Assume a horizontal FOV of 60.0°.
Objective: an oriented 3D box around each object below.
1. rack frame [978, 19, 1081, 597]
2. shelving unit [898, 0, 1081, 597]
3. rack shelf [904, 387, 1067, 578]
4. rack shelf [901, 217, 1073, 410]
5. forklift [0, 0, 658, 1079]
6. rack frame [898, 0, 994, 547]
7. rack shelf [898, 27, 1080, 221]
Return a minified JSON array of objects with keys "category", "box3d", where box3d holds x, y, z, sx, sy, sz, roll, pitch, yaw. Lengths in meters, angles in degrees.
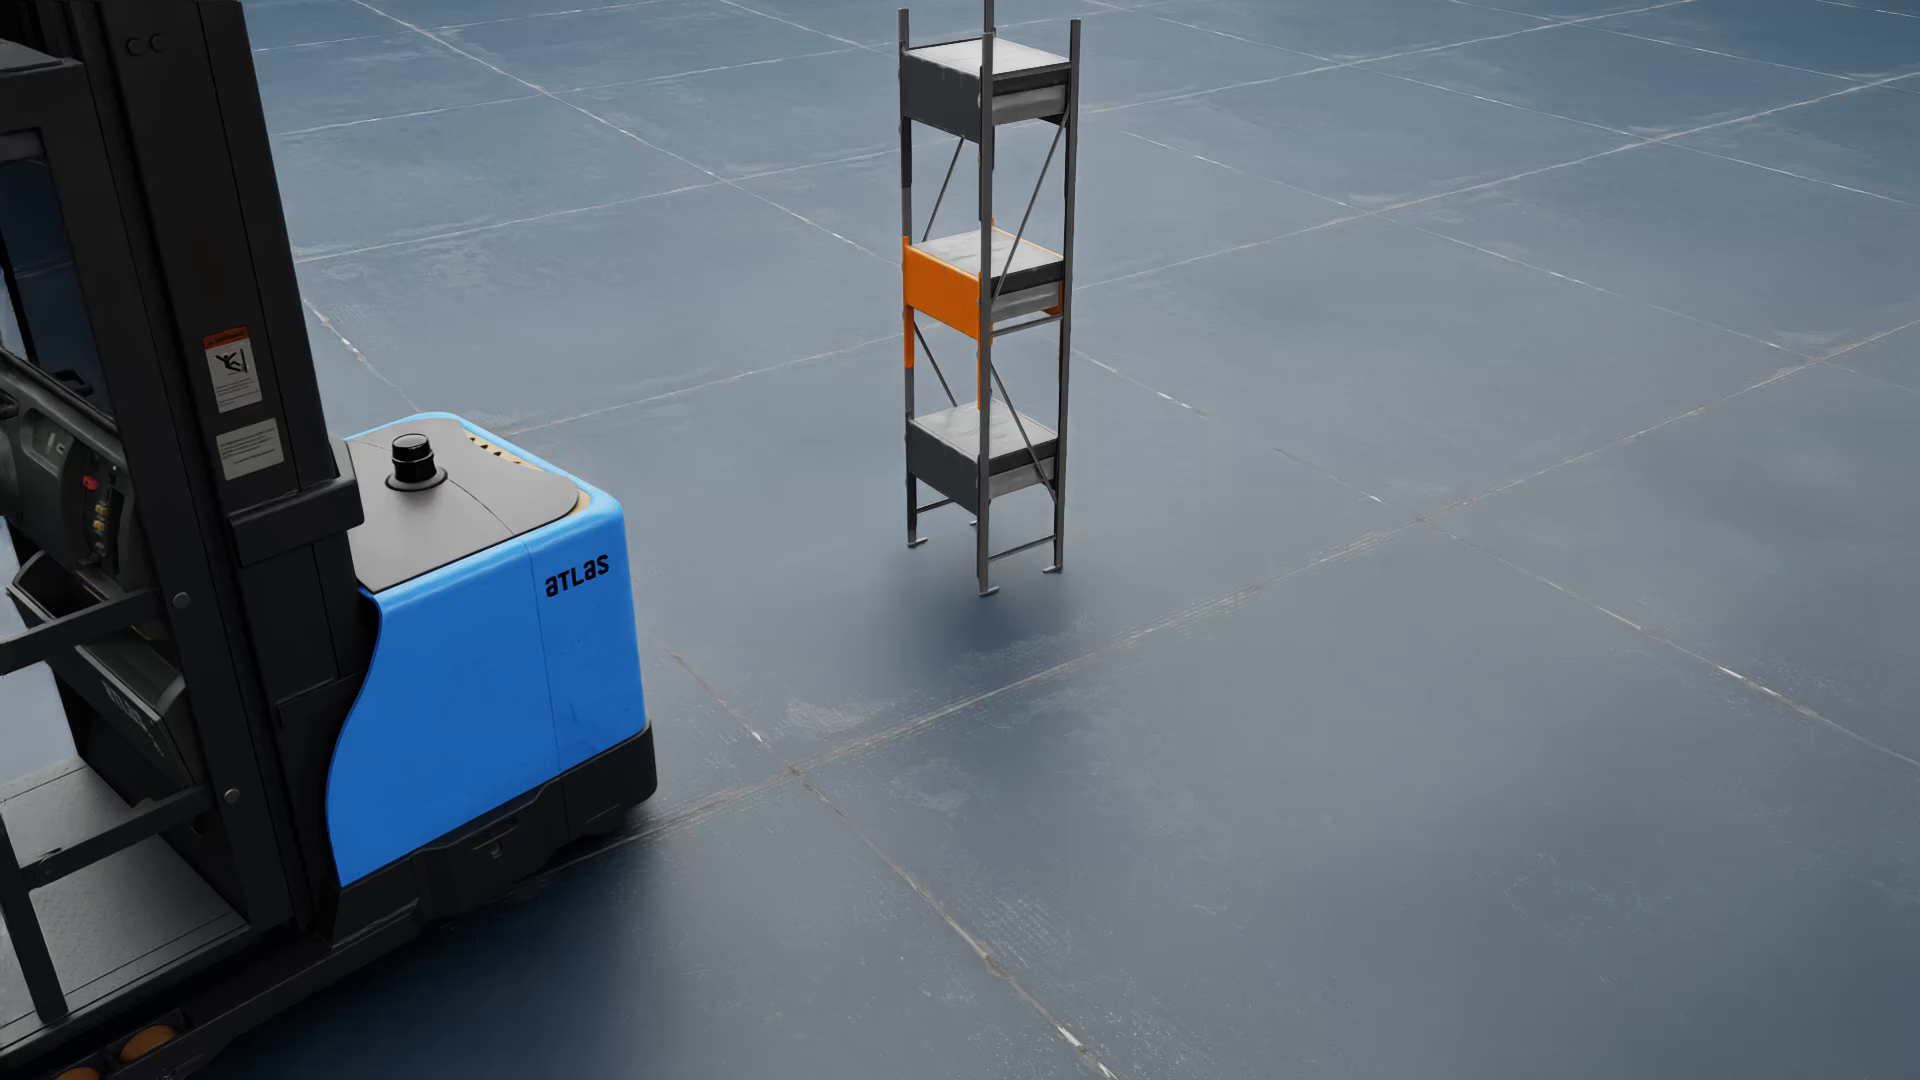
[{"category":"rack frame","box3d":[0.238,-0.763,5.956,0.400,2.100,0.015,-19,34,-31]},{"category":"shelving unit","box3d":[0.096,-0.858,6.130,0.431,2.100,0.503,-19,34,-31]},{"category":"rack shelf","box3d":[0.096,-0.231,6.471,0.431,0.518,0.480,-19,34,-31]},{"category":"rack shelf","box3d":[0.096,-0.846,6.137,0.431,0.518,0.480,-19,34,-31]},{"category":"forklift","box3d":[-2.320,-0.104,3.870,1.130,2.935,3.031,24,37,37]},{"category":"rack frame","box3d":[-0.046,-0.953,6.305,0.400,2.100,0.015,-19,34,-31]},{"category":"rack shelf","box3d":[0.096,-1.461,5.803,0.431,0.518,0.480,-19,34,-31]}]
